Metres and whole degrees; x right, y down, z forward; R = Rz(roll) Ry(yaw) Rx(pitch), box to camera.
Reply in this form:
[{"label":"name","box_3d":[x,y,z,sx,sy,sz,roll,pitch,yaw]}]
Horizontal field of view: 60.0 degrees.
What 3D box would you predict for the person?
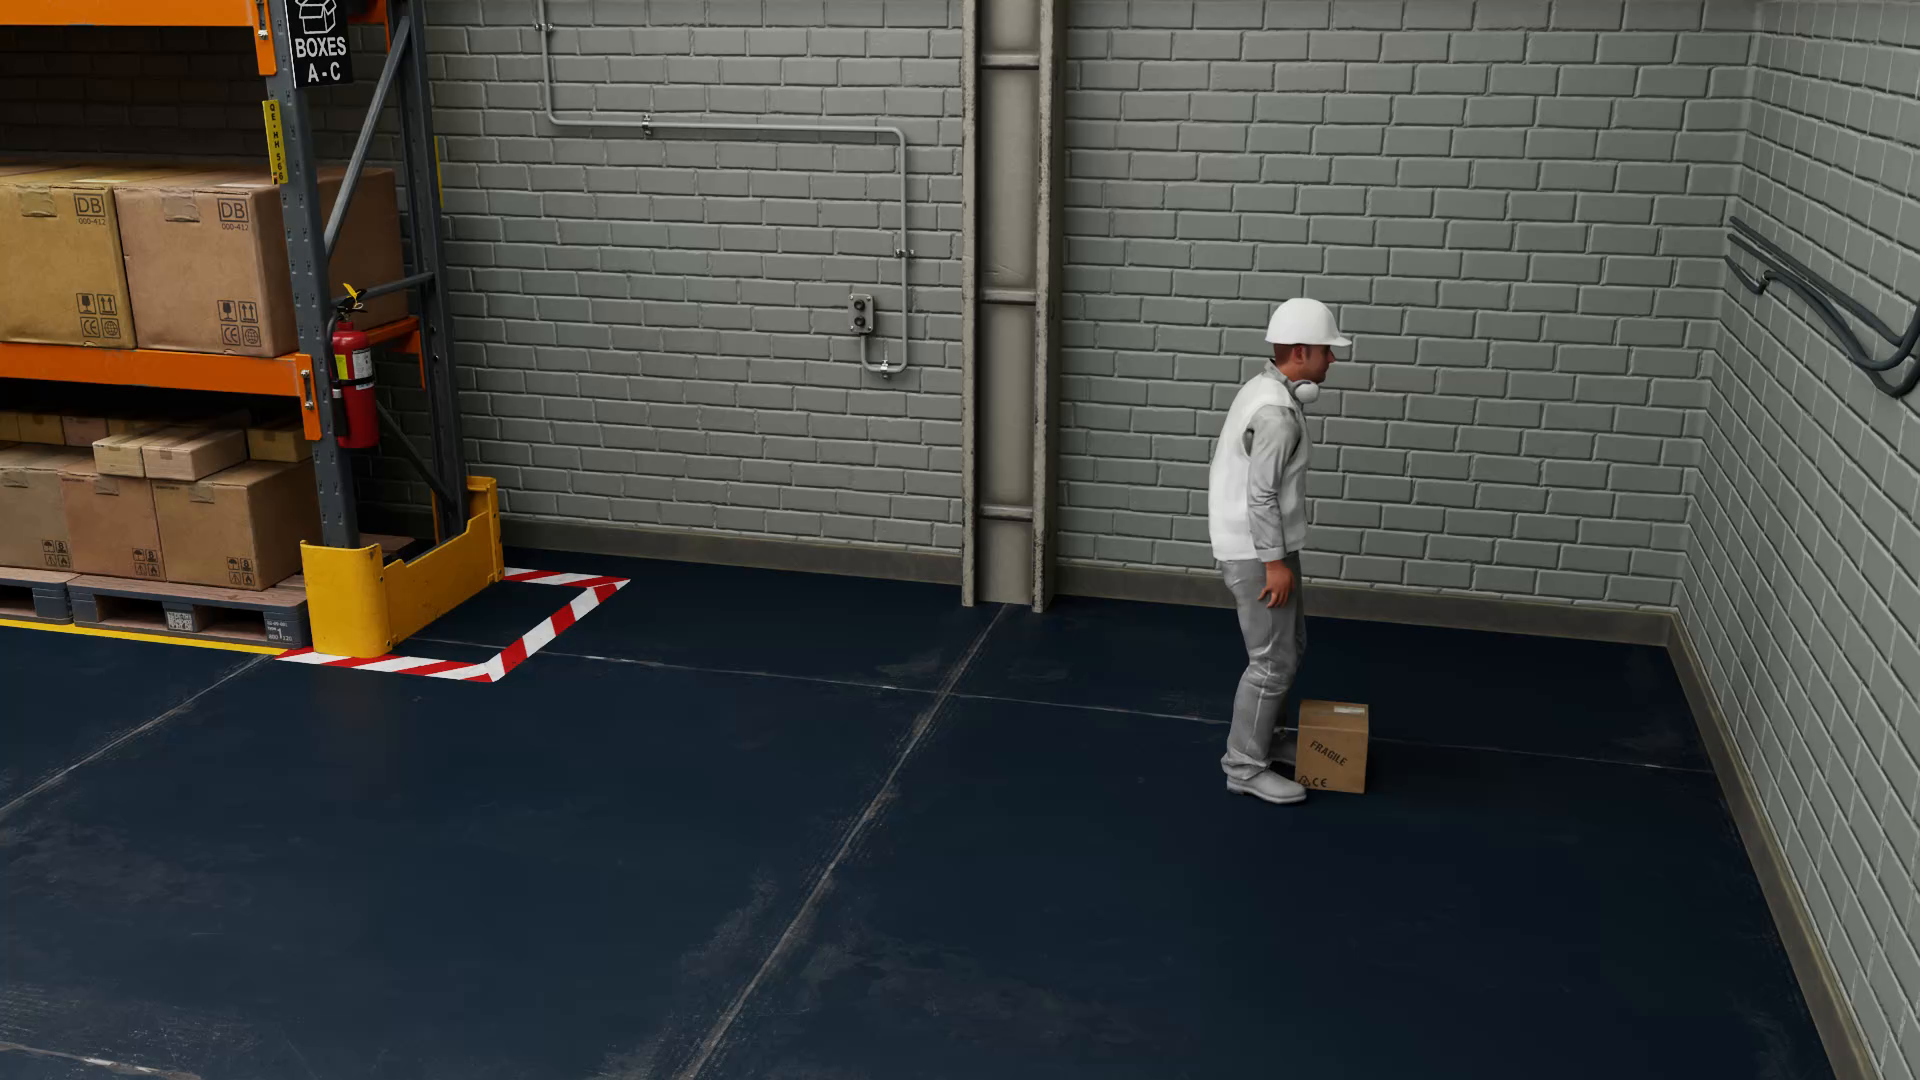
[{"label":"person","box_3d":[1.121,0.019,5.959,0.476,1.769,0.582,4,18,11]}]
